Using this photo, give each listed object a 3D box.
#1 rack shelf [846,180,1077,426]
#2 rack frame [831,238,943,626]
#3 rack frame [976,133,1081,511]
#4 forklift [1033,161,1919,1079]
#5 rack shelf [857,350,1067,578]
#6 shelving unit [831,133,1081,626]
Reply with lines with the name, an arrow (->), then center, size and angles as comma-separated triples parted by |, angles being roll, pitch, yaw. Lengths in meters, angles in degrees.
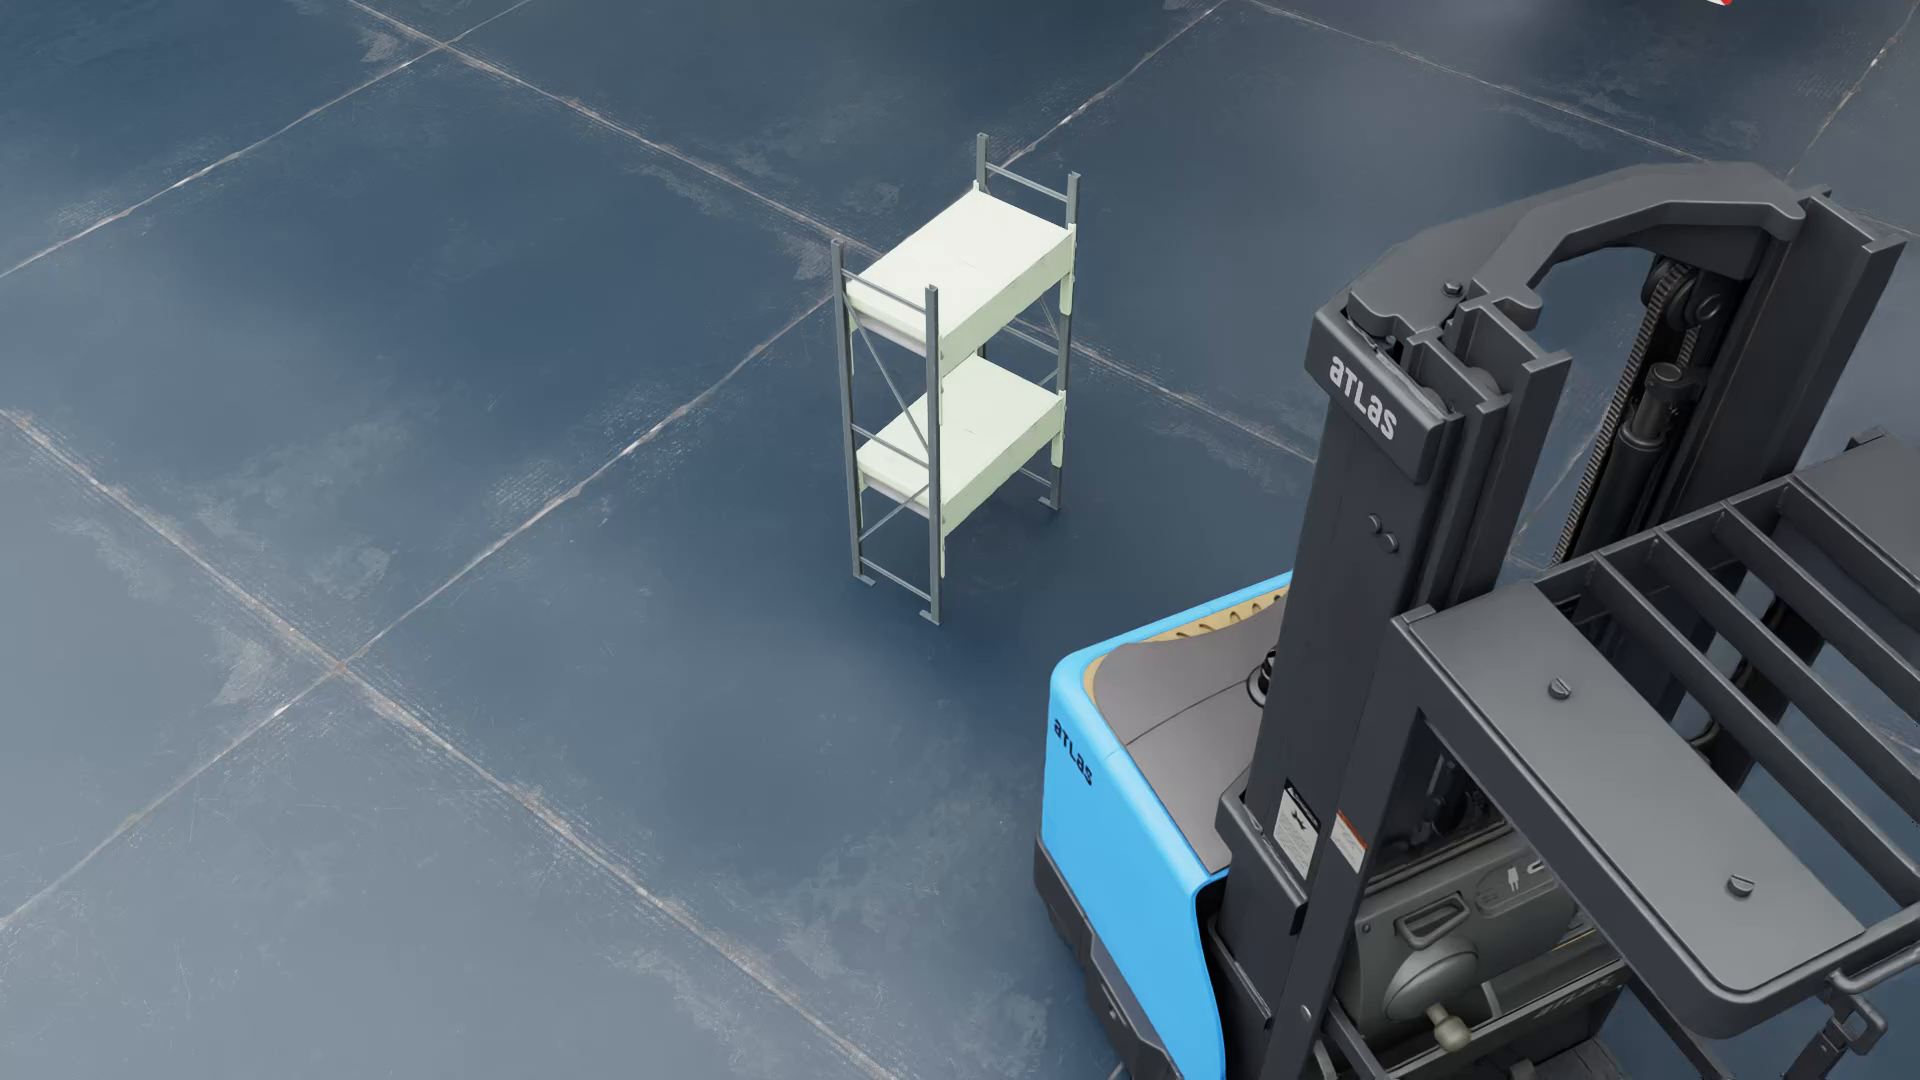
rack shelf -> -0.004, -0.784, 5.422 | 0.431, 0.370, 0.720 | 29, 53, 25
rack frame -> -0.228, -0.305, 5.504 | 0.400, 1.500, 0.023 | 29, 53, 25
rack frame -> 0.220, -0.724, 5.904 | 0.400, 1.500, 0.023 | 29, 53, 25
forklift -> 1.316, 0.868, 3.394 | 1.130, 2.935, 3.031 | -19, 49, -17
rack shelf -> -0.004, -0.289, 5.940 | 0.431, 0.370, 0.720 | 29, 53, 25
shelving unit -> -0.004, -0.514, 5.704 | 0.431, 1.500, 0.755 | 29, 53, 25
